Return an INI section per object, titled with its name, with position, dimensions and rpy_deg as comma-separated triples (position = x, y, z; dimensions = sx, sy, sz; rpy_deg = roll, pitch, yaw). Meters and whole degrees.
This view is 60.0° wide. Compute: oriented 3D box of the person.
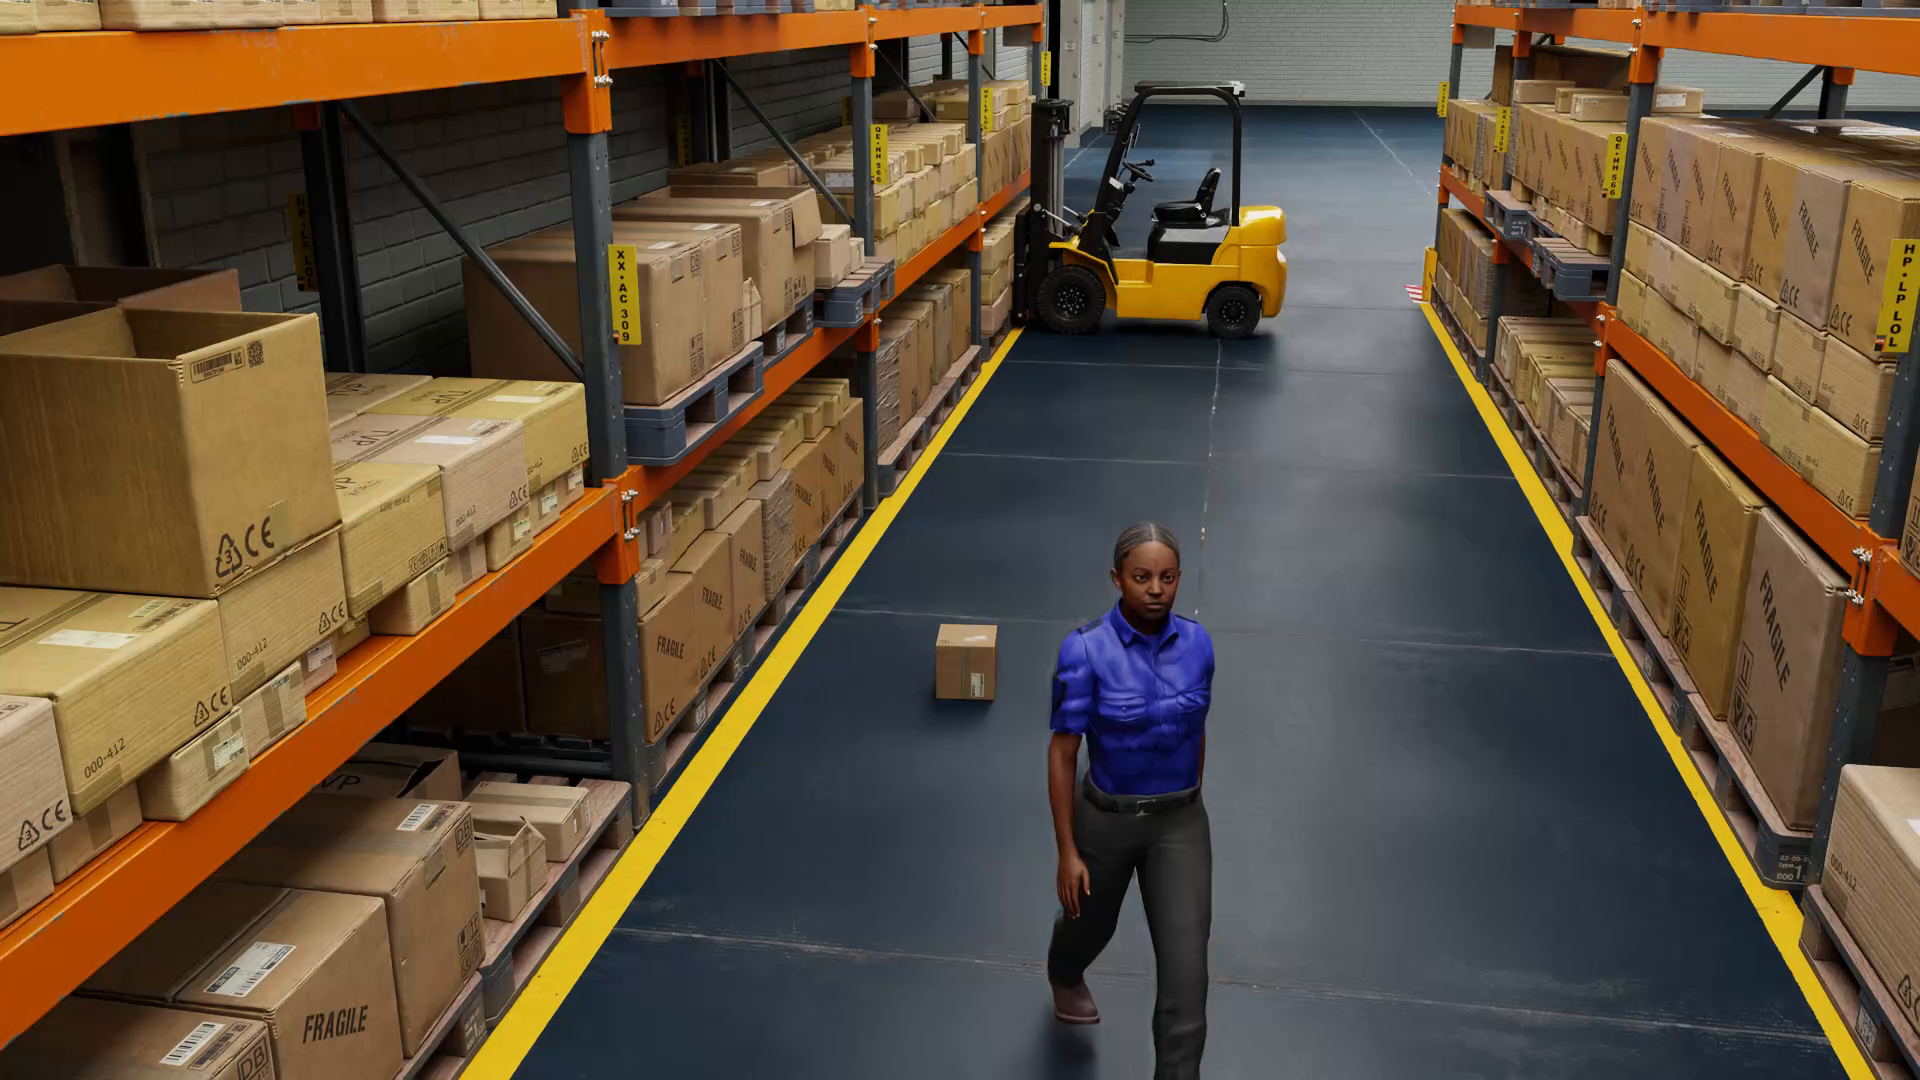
[person]
position = 0.440, 0.734, 4.289
dimensions = 0.464, 1.604, 0.968
rpy_deg = -4, 18, -11
